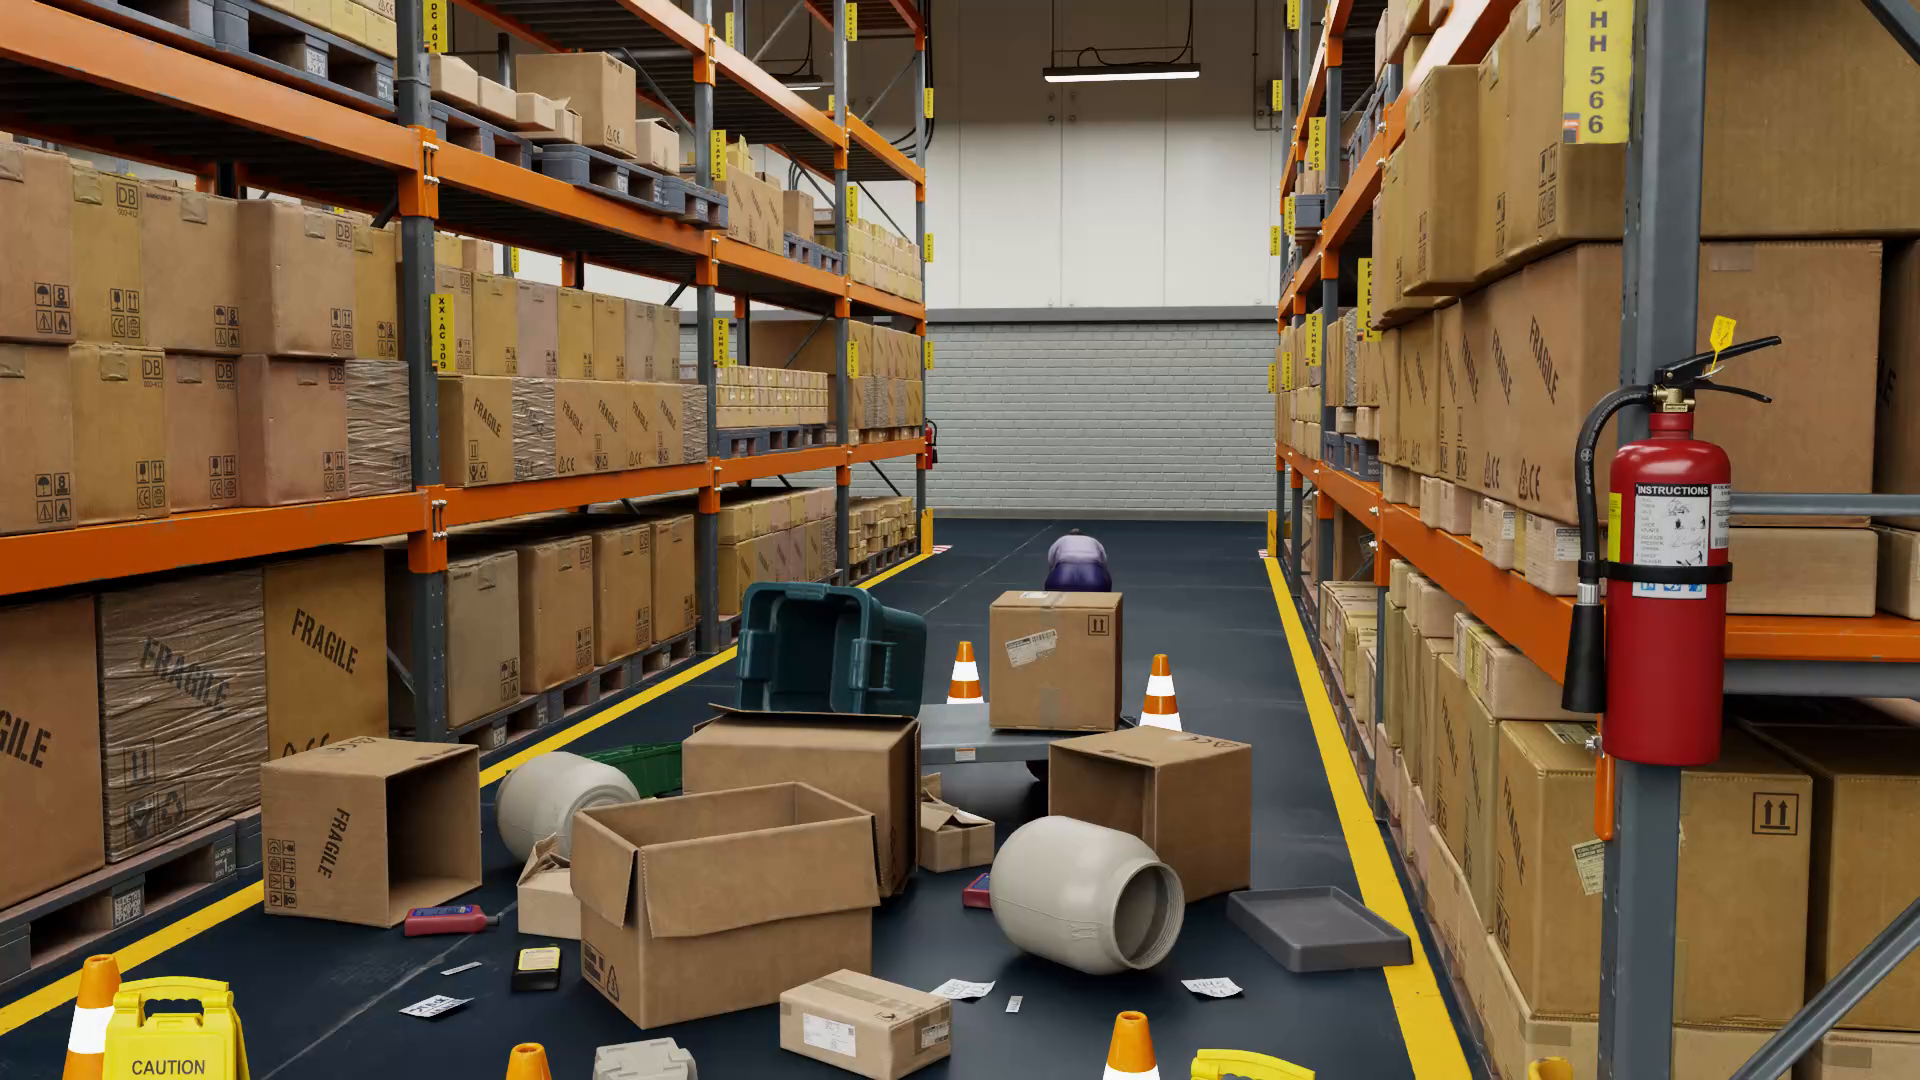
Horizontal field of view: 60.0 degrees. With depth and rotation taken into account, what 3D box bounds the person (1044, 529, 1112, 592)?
[{"bbox_3d":[0.886,0.327,12.471,0.510,0.780,0.729,1,5,8],"label":"person"}]
